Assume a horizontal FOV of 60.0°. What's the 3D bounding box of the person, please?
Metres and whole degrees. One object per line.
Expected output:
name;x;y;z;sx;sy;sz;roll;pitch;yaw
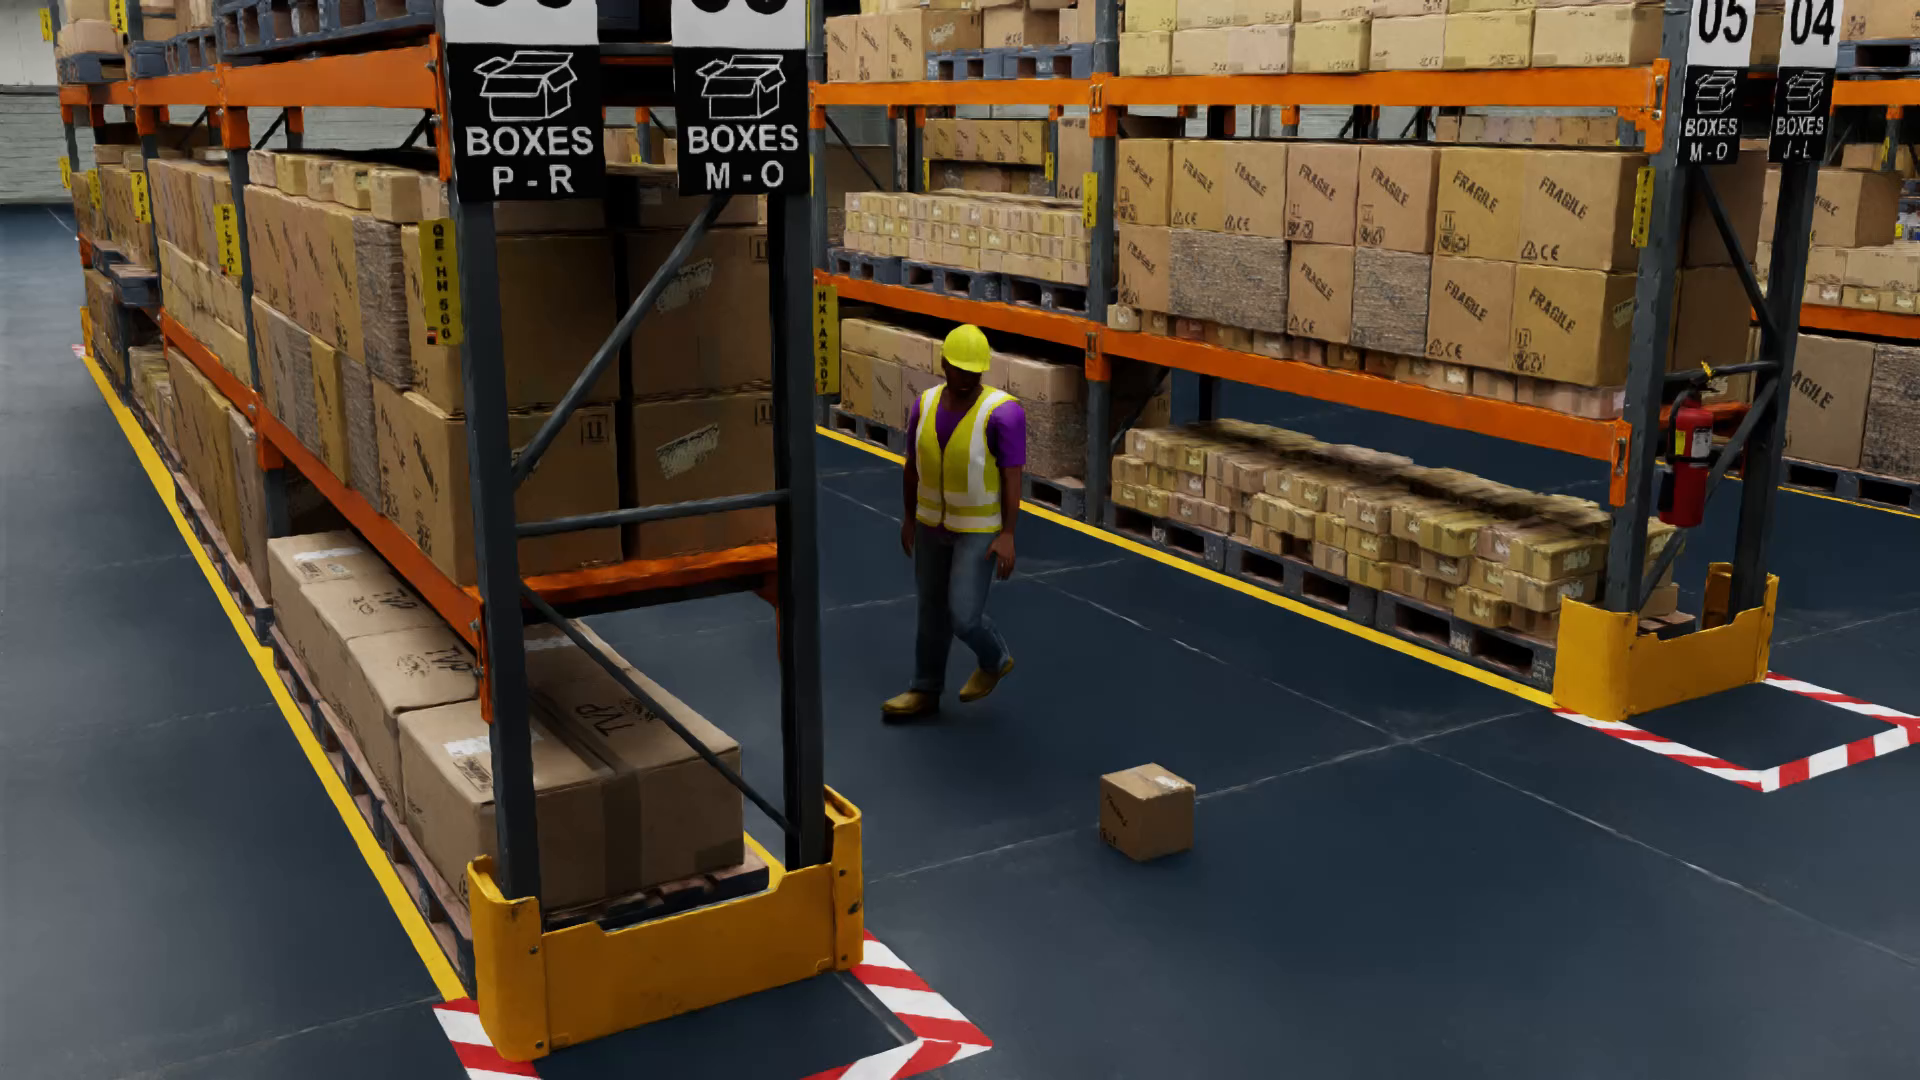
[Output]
person;0.020;-0.066;7.186;0.635;1.758;0.494;10;18;33
